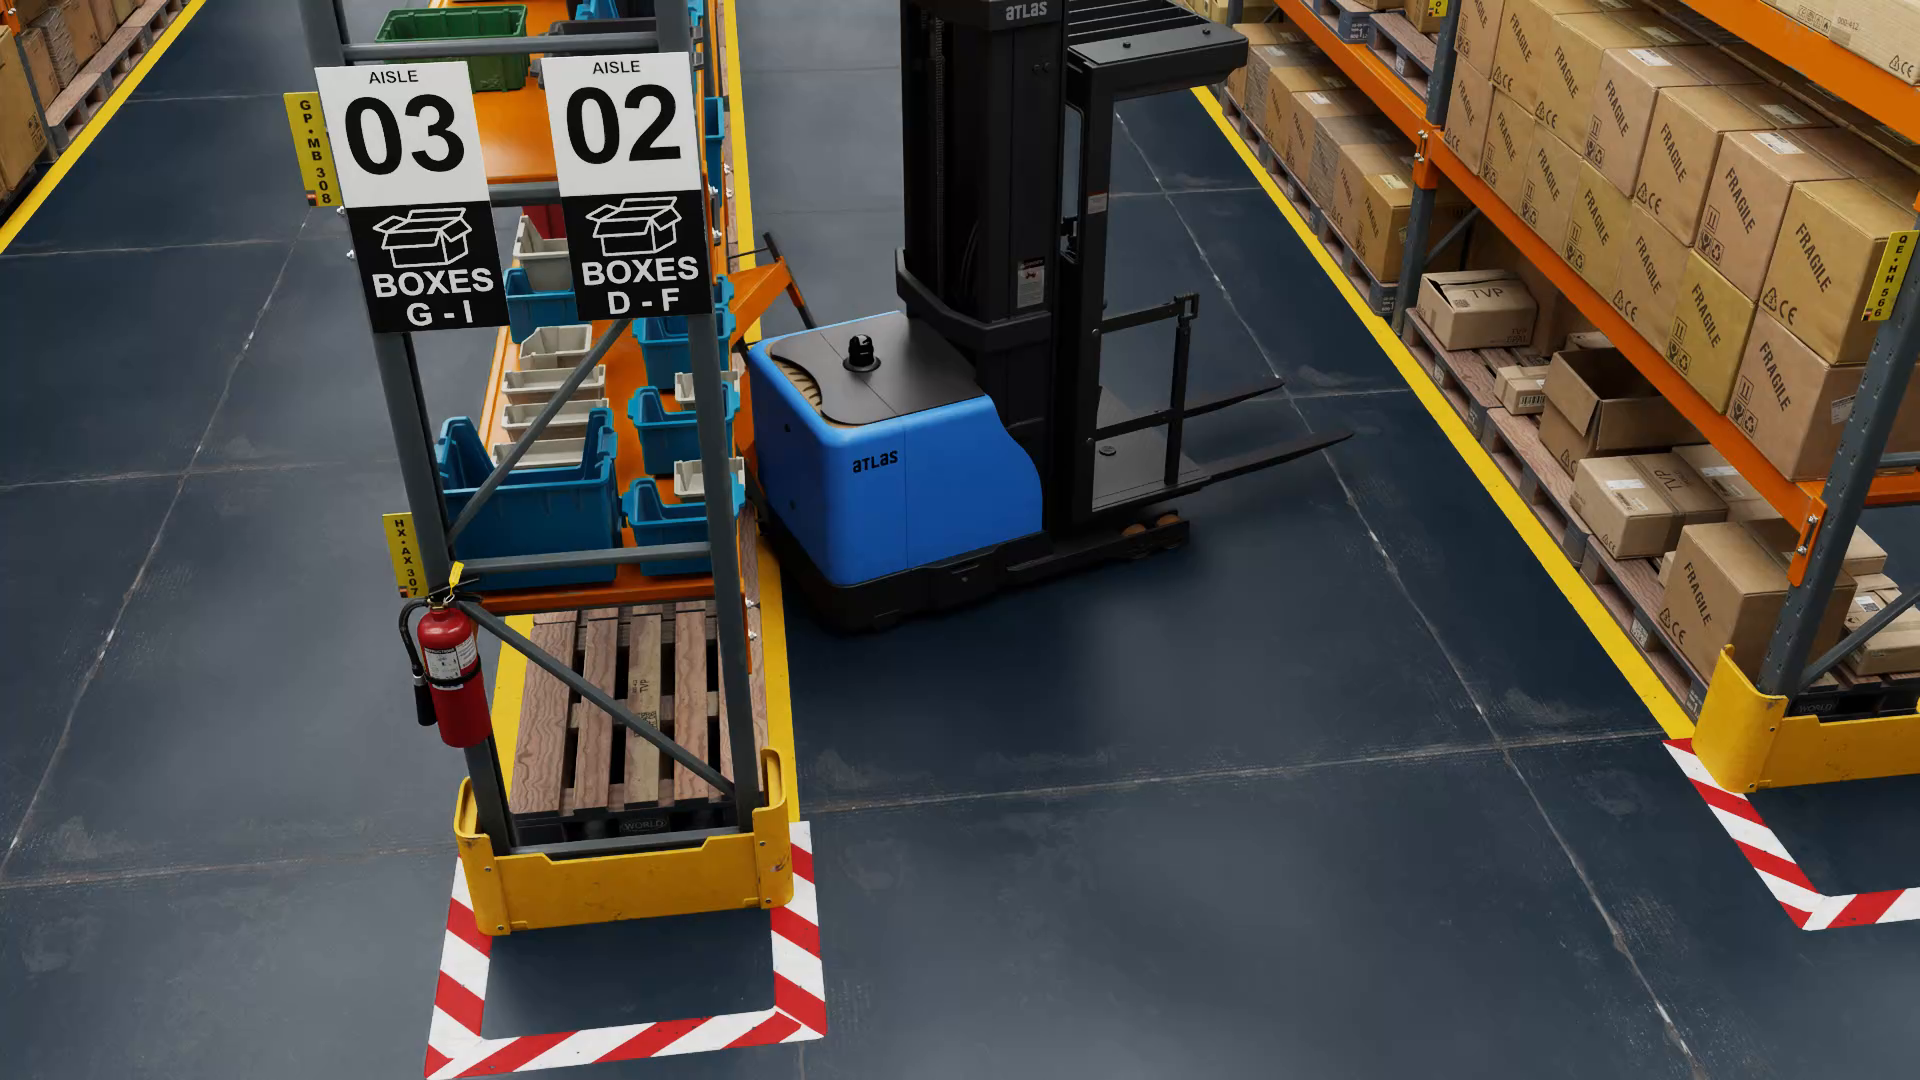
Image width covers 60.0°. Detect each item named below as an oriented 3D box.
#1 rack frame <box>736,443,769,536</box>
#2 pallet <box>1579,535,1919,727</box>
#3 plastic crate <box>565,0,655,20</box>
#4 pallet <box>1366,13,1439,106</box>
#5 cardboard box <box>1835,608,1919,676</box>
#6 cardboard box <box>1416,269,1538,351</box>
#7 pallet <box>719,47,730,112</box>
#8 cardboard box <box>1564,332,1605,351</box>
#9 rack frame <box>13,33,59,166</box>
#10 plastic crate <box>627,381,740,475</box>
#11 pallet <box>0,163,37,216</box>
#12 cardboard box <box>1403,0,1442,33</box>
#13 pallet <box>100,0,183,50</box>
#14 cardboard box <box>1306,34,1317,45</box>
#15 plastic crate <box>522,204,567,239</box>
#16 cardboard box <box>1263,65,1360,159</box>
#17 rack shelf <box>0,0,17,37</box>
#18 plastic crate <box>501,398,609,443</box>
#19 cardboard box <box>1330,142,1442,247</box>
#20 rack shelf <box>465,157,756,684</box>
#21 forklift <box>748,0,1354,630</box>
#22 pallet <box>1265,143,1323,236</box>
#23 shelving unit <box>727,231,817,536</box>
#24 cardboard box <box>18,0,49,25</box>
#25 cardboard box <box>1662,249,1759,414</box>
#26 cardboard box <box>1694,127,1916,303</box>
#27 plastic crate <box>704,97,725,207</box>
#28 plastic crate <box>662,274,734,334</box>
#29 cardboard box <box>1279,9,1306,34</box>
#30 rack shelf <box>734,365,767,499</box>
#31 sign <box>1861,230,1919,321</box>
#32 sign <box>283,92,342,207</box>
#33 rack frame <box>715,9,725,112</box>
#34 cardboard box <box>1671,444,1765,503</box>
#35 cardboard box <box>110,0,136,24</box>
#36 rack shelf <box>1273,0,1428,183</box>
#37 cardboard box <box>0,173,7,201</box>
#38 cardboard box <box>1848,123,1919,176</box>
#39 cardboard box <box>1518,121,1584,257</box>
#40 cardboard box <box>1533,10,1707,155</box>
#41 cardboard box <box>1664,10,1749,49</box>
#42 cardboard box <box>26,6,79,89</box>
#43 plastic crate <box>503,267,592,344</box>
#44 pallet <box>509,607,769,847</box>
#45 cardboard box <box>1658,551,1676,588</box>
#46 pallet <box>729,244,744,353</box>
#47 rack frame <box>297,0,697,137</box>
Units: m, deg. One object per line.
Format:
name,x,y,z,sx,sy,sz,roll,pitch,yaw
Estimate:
rack frame,-1.295,-0.468,7.906,0.500,1.125,0.032,-8,31,29
pallet,3.551,0.361,7.533,1.003,0.211,1.213,-4,35,-6
plastic crate,-1.172,-2.019,5.940,0.504,0.338,0.767,-4,35,-6
pallet,3.133,-2.911,10.029,1.003,0.211,1.213,-4,35,-6
cardboard box,3.954,0.432,7.093,0.380,0.149,0.250,-4,35,-6
cardboard box,2.974,-1.357,9.574,0.500,0.311,0.500,-4,35,-6
pallet,-2.381,-3.679,13.460,1.003,0.211,1.213,-4,35,-6
cardboard box,3.599,-1.039,9.252,0.380,0.149,0.250,-4,35,-6
rack frame,-7.223,-4.020,11.486,1.000,3.000,0.127,-4,35,-6
plastic crate,-1.035,-0.417,6.294,0.416,0.233,0.300,-4,35,-6
pallet,-7.192,-2.423,11.617,1.003,0.211,1.213,-4,35,-6
cardboard box,3.134,-3.412,10.131,0.700,0.500,0.500,1,34,1
pallet,-7.655,-4.666,14.909,1.003,0.211,1.213,-4,35,-6
cardboard box,2.814,-4.120,13.701,0.500,0.250,0.500,-4,35,-7
plastic crate,-1.905,-1.697,7.967,0.402,0.464,0.583,-4,35,-6
cardboard box,2.510,-3.070,11.920,0.500,0.500,0.500,-5,35,-7
rack shelf,-6.954,-2.607,10.051,1.077,0.370,4.000,-4,35,-6
plastic crate,-1.553,-0.451,6.430,0.396,0.136,0.243,-4,35,-6
cardboard box,2.723,-2.216,10.667,0.500,0.500,0.500,-4,35,-6
rack shelf,-1.508,-0.750,7.326,1.077,0.370,4.000,-4,35,-6
forklift,0.557,-1.369,7.656,3.031,2.935,1.130,-16,37,-22
pallet,2.818,-2.518,11.757,1.003,0.211,1.213,-4,35,-6
shelving unit,-1.124,-0.759,8.286,0.538,1.125,1.048,-8,31,29
cardboard box,-7.424,-4.146,12.833,0.500,0.250,0.500,-1,34,-1
cardboard box,3.267,-0.864,6.766,0.500,0.500,0.500,-4,34,-6
cardboard box,3.269,-1.268,6.471,0.500,0.500,0.500,-3,34,-5
plastic crate,-1.376,-1.947,8.404,0.392,0.384,0.575,-4,35,-6
plastic crate,-1.163,-0.952,7.079,0.416,0.233,0.300,-4,35,-6
cardboard box,2.814,-4.352,13.544,0.500,0.311,0.500,-3,34,-5
rack shelf,-1.034,-0.561,8.397,0.538,0.278,1.000,-8,31,29
sign,3.117,-0.883,5.573,0.100,0.325,0.005,-4,35,-6
sign,-1.782,-1.077,4.596,0.100,0.325,0.005,-4,35,-6
rack frame,-2.315,-4.396,12.036,1.000,3.000,0.127,-4,35,-6
cardboard box,3.743,-0.233,7.979,0.500,0.250,0.500,-4,35,-6
cardboard box,-7.654,-4.790,14.444,0.700,0.500,0.500,-5,35,-7
rack shelf,2.863,-3.355,11.149,1.077,0.370,4.000,-4,35,-6
cardboard box,-7.039,-2.431,10.668,1.225,0.875,0.875,-4,35,-6
cardboard box,3.794,-1.318,6.543,0.500,0.500,0.500,-4,34,-6
cardboard box,3.067,-1.708,8.004,0.500,0.500,0.500,-5,35,-7
cardboard box,3.055,-2.132,7.738,0.500,0.500,0.500,-5,35,-8
cardboard box,3.596,-2.162,7.782,0.500,0.500,0.500,-4,34,-6
cardboard box,-7.420,-3.850,13.065,0.700,0.500,0.500,-7,35,-10
plastic crate,-1.769,-1.014,7.169,0.416,0.233,0.300,-4,35,-6
pallet,-1.312,0.758,6.951,1.003,0.211,1.213,-4,35,-6
cardboard box,3.387,0.167,7.467,0.380,0.166,0.250,-4,35,-6
pallet,-1.840,-1.445,10.183,1.003,0.211,1.213,-4,35,-6
rack frame,-1.239,-2.410,3.796,1.000,3.000,0.127,-4,35,-6
